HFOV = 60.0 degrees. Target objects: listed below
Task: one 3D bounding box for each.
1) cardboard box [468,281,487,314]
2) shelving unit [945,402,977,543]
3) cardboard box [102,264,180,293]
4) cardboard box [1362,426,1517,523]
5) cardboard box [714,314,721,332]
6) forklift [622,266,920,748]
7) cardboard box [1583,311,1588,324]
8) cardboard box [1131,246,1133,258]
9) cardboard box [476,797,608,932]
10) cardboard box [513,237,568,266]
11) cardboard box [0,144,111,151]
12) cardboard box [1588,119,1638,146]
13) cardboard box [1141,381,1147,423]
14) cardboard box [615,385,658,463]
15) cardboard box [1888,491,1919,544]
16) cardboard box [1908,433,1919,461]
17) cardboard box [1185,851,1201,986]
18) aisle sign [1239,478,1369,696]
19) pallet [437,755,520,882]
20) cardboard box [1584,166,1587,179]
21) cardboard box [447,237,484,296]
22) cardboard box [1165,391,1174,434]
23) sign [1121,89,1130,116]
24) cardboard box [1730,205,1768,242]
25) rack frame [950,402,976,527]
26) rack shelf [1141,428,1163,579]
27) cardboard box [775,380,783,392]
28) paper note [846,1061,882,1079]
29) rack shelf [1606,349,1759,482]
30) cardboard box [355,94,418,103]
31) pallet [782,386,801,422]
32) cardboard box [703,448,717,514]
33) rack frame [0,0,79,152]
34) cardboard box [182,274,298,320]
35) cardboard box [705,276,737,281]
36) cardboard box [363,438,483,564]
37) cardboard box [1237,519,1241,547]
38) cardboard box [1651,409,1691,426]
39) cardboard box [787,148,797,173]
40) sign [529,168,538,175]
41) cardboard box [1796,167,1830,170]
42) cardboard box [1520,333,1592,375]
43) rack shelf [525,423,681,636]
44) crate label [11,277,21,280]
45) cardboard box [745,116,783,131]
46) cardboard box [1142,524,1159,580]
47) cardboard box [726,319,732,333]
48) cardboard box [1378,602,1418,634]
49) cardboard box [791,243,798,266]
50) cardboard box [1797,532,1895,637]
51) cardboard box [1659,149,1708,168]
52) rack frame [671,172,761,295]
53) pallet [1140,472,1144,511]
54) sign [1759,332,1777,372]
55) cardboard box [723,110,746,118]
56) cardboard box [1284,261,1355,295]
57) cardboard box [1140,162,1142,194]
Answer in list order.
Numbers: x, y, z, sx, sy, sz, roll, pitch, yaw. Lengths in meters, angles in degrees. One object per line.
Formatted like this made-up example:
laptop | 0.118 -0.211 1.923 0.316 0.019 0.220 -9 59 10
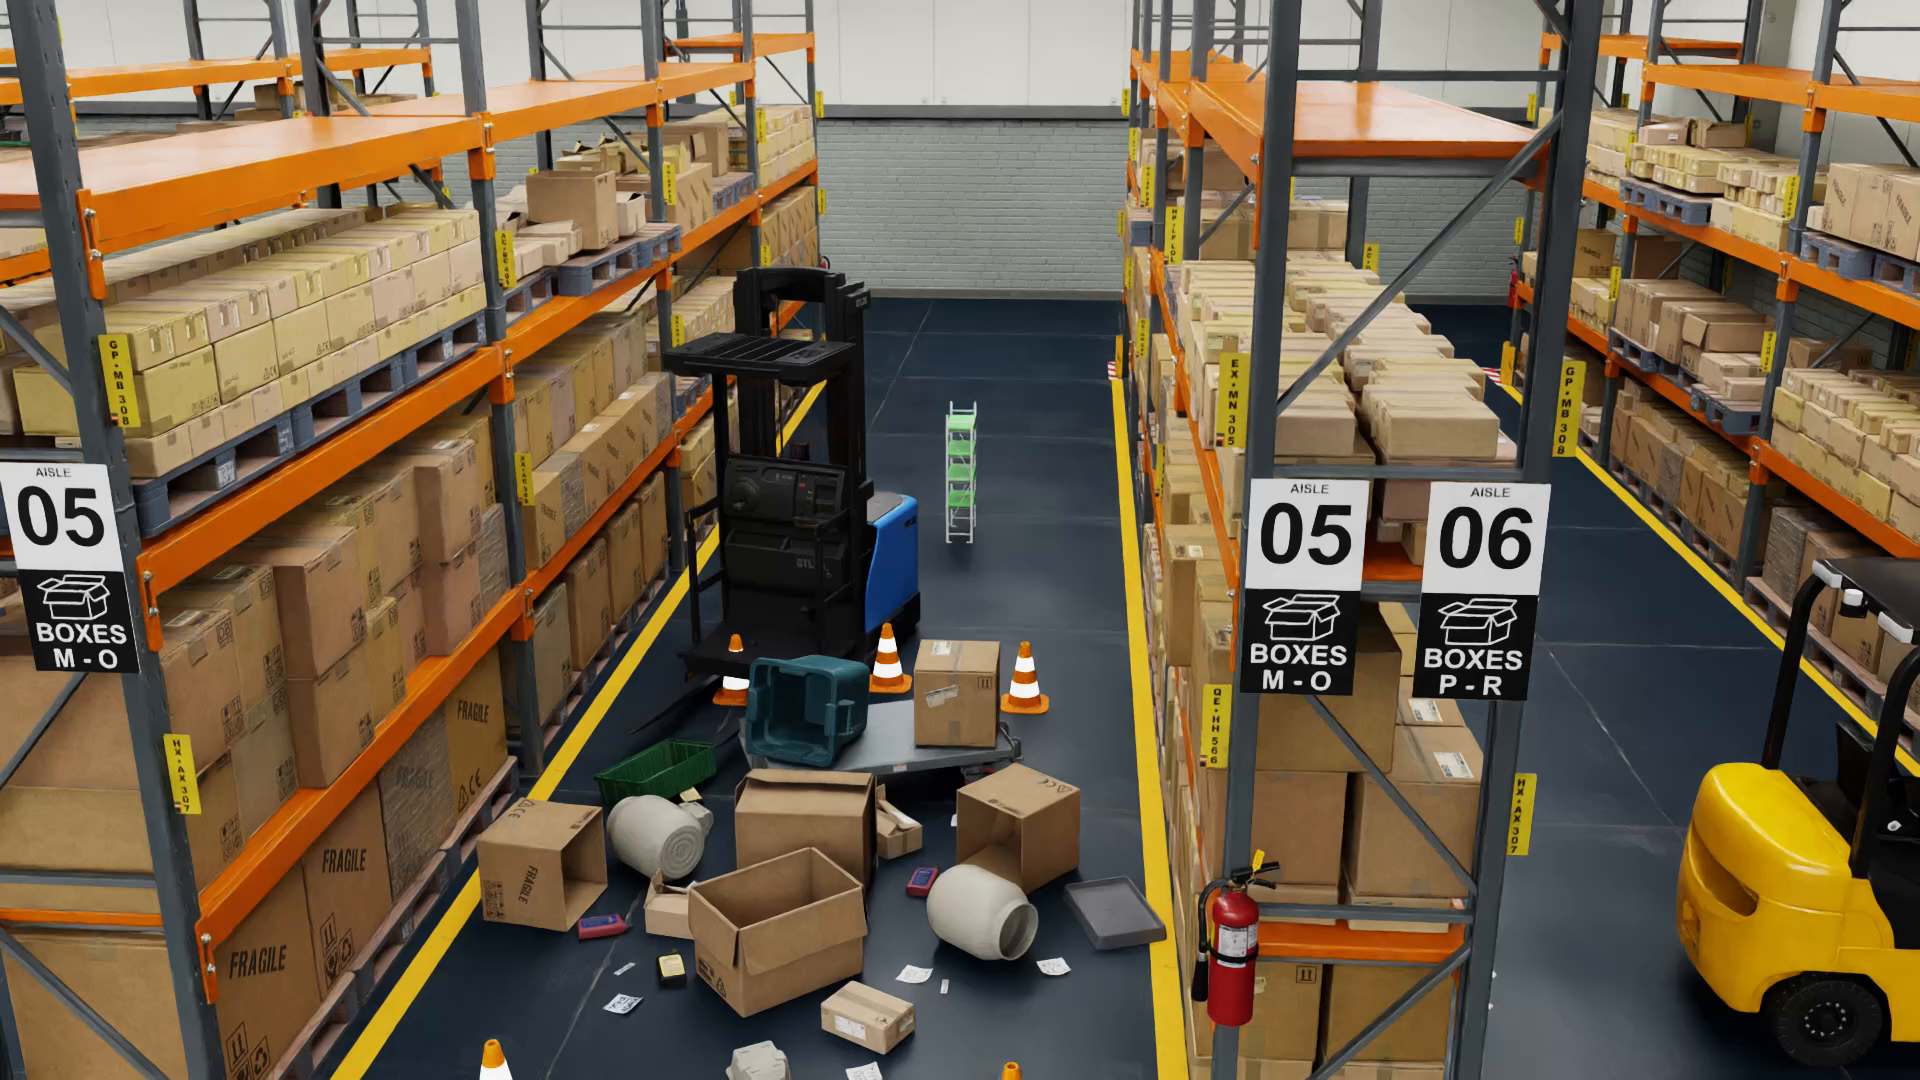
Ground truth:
cardboard box | -2.888 -1.362 9.340 0.380 0.149 0.250 1 18 4
shelving unit | 0.012 -0.622 15.220 0.258 1.200 0.503 1 18 4
cardboard box | -3.691 -1.126 7.339 0.380 0.149 0.250 1 18 3
cardboard box | 1.778 -0.253 6.152 0.500 0.250 0.500 1 18 3
cardboard box | -2.530 -2.098 16.086 0.380 0.149 0.250 1 18 4
forklift | -1.322 -0.340 11.580 1.130 2.935 3.031 7 19 20
cardboard box | 7.096 -2.454 18.324 0.380 0.149 0.250 2 18 5
cardboard box | 2.095 -3.010 17.852 0.500 0.500 0.500 1 18 3
cardboard box | -2.269 1.763 9.064 0.500 0.500 0.500 4 19 13
cardboard box | -2.821 -1.912 11.018 0.380 0.149 0.250 1 18 4
cardboard box | -7.862 -3.179 14.476 0.797 0.503 0.637 2 18 7
cardboard box | 7.157 -4.435 18.111 0.500 0.250 0.500 2 18 5
cardboard box | 1.827 -1.184 14.286 0.500 0.250 0.500 1 18 2
cardboard box | -2.696 -0.918 13.074 0.500 0.500 0.500 1 18 4
cardboard box | 6.586 -0.141 11.104 0.500 0.250 0.500 1 18 4
cardboard box | 6.580 -0.605 11.075 0.380 0.149 0.250 1 18 4
cardboard box | 1.308 1.726 7.701 0.500 0.500 0.500 2 18 6
aisle sign | 1.183 0.170 5.739 0.394 0.787 0.004 1 18 4
pallet | -3.314 1.631 9.935 1.003 0.211 1.213 1 18 4
cardboard box | 7.100 -4.128 18.617 0.380 0.149 0.250 2 18 5
cardboard box | -2.960 -1.513 9.161 0.500 0.250 0.500 1 18 3
cardboard box | 1.645 -0.701 11.260 0.500 0.500 0.500 2 18 6
sign | 2.071 -5.469 20.777 0.100 0.325 0.005 1 18 4
cardboard box | 6.831 -2.658 13.967 0.500 0.250 0.500 1 18 4
rack frame | 0.029 -0.697 15.451 0.240 1.200 0.015 1 18 4
rack shelf | 1.907 -0.129 11.982 1.077 0.370 4.000 1 18 4
cardboard box | -2.287 -1.831 19.447 0.380 0.149 0.250 2 18 6
paper note | -0.441 2.465 7.677 0.148 0.019 0.142 -5 19 -15
rack shelf | 7.145 -1.262 15.439 1.077 0.370 4.000 1 18 4
cardboard box | -7.245 -5.355 20.964 0.700 0.500 0.500 0 18 1
pallet | -2.510 -1.678 20.031 1.003 0.211 1.213 1 18 4
cardboard box | -2.557 -0.553 15.461 0.500 0.500 0.500 1 18 5
rack frame | -7.834 -4.164 13.507 1.000 3.000 0.127 1 18 4
cardboard box | -3.053 -1.031 7.050 0.380 0.149 0.250 1 18 3
cardboard box | -2.442 -2.647 17.286 0.380 0.149 0.250 2 18 6
cardboard box | -3.165 -0.226 9.148 0.875 0.550 0.550 1 18 4
cardboard box | 1.223 -0.031 6.113 0.380 0.149 0.250 1 18 4
cardboard box | 7.041 -1.186 16.351 0.380 0.149 0.250 1 18 3
cardboard box | -2.186 -4.385 19.239 0.500 0.250 0.500 2 18 6
sign | -3.435 -2.855 13.499 0.100 0.325 0.005 1 18 4
cardboard box | 7.367 -3.093 14.176 0.380 0.149 0.250 1 18 4
cardboard box | 7.436 -2.293 20.764 0.797 0.503 0.637 1 18 2
rack shelf | -3.038 -0.208 12.224 1.077 0.370 4.000 1 18 4
crate label | -12.110 -3.378 21.068 0.396 0.136 0.243 1 18 4
cardboard box | -2.203 -4.687 18.717 0.380 0.149 0.250 2 18 7
cardboard box | 2.000 0.132 13.575 0.950 0.372 0.625 0 18 0
cardboard box | -2.495 -2.130 16.663 0.380 0.149 0.250 0 18 1
cardboard box | 1.885 0.585 8.008 0.500 0.500 0.500 1 18 3
cardboard box | -2.211 -3.227 19.644 0.500 0.500 0.500 2 18 7
cardboard box | 6.904 0.343 12.526 0.875 0.625 0.625 2 18 6
cardboard box | 6.829 -3.594 15.673 0.380 0.149 0.250 1 18 3
rack frame | -2.608 -2.414 17.799 1.000 3.000 0.127 1 18 4
pallet | 2.272 -0.388 16.096 1.003 0.211 1.213 1 18 4
sign | 6.459 -1.504 13.291 0.100 0.325 0.005 1 18 4
cardboard box | -2.631 -5.022 19.741 0.380 0.149 0.250 2 18 5
cardboard box | 1.958 -1.432 9.107 0.380 0.149 0.250 2 18 5
cardboard box | 1.857 -3.336 15.338 0.396 0.266 0.258 3 18 8
